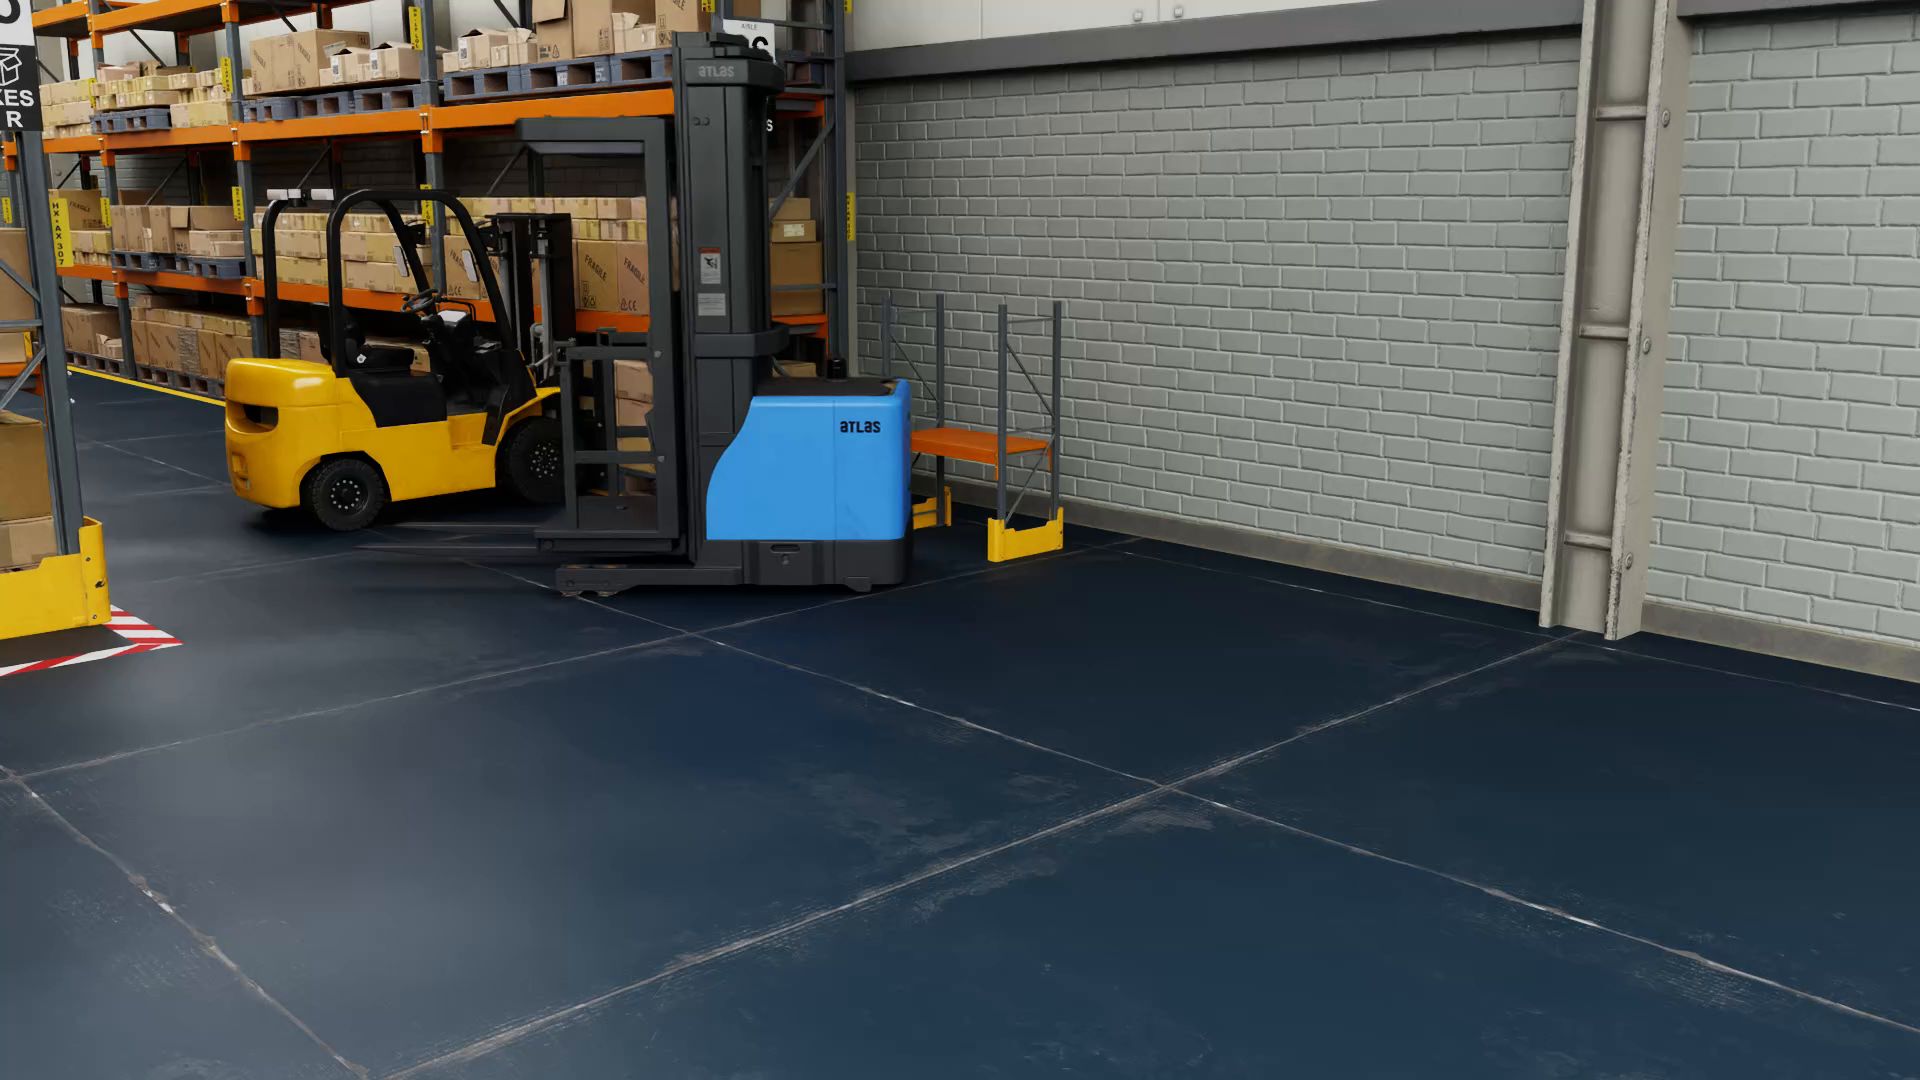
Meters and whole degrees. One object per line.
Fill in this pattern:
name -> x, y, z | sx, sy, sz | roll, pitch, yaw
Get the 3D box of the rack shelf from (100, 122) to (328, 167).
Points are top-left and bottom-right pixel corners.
rack shelf -> -8.077, -4.257, 17.991 | 1.077, 0.370, 4.000 | -11, 16, -43

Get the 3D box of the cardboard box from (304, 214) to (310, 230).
cardboard box -> -5.923, -2.986, 15.616 | 0.380, 0.149, 0.250 | -11, 16, -42

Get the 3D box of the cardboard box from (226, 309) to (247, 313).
cardboard box -> -8.071, -2.535, 18.828 | 0.380, 0.149, 0.250 | -11, 16, -42

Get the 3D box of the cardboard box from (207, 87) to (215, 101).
cardboard box -> -7.443, -4.540, 16.965 | 0.380, 0.149, 0.250 | -10, 16, -41

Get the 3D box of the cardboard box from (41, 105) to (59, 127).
cardboard box -> -11.028, -5.235, 20.586 | 0.500, 0.250, 0.500 | -11, 16, -43

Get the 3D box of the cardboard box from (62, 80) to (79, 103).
cardboard box -> -10.338, -5.331, 19.818 | 0.500, 0.250, 0.500 | -11, 16, -43

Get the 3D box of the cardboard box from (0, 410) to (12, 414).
cardboard box -> -5.497, -0.450, 9.079 | 0.500, 0.500, 0.500 | 11, 16, 43

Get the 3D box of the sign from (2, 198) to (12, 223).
sign -> -12.613, -4.364, 22.017 | 0.100, 0.325, 0.005 | -11, 16, -43

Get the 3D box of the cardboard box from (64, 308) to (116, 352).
cardboard box -> -11.012, -2.674, 21.110 | 0.500, 0.500, 0.500 | -11, 16, -42

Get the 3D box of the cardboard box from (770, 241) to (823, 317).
cardboard box -> -1.313, -1.841, 11.666 | 0.500, 0.500, 0.500 | -10, 15, -41

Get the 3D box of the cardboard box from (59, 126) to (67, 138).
cardboard box -> -10.775, -4.982, 20.347 | 0.380, 0.149, 0.250 | -11, 16, -42

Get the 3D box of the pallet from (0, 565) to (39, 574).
pallet -> -5.347, 0.242, 8.712 | 1.003, 0.211, 1.213 | -11, 16, -43

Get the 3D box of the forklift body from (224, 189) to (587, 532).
forklift body -> -3.801, -1.288, 11.332 | 2.313, 2.155, 1.214 | -11, 16, -43

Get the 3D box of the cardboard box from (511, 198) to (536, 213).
cardboard box -> -3.198, -2.542, 12.722 | 0.380, 0.149, 0.250 | -11, 16, -43

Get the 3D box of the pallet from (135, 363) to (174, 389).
pallet -> -8.870, -1.953, 19.368 | 1.003, 0.211, 1.213 | -11, 16, -43

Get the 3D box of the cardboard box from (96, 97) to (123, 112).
cardboard box -> -9.540, -4.934, 18.827 | 0.380, 0.149, 0.250 | -11, 16, -42

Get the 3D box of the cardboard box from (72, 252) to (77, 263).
cardboard box -> -10.914, -3.548, 20.823 | 0.380, 0.149, 0.250 | -11, 16, -43

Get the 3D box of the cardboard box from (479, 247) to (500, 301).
cardboard box -> -3.445, -2.139, 13.112 | 0.500, 0.500, 0.500 | -11, 16, -42

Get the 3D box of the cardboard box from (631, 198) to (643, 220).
cardboard box -> -2.083, -2.329, 11.690 | 0.380, 0.149, 0.250 | -11, 16, -42

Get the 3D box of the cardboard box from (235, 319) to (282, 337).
cardboard box -> -7.220, -2.184, 17.127 | 0.250, 0.149, 0.380 | 11, 16, 42

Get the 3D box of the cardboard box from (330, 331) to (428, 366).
cardboard box -> -5.353, -1.606, 15.616 | 0.625, 0.625, 0.875 | 11, 16, 43

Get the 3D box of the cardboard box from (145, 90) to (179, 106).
cardboard box -> -8.460, -4.713, 17.756 | 0.380, 0.149, 0.250 | -10, 16, -41

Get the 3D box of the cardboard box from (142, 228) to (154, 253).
cardboard box -> -8.777, -3.316, 18.365 | 0.396, 0.266, 0.258 | -10, 15, -40

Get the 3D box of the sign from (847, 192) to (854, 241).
sign -> -0.766, -2.220, 11.413 | 0.100, 0.325, 0.005 | -11, 16, -43

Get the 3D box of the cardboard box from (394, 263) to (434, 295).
cardboard box -> -4.471, -2.228, 14.166 | 0.500, 0.250, 0.500 | -10, 16, -41

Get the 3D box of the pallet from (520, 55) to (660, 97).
pallet -> -2.488, -3.392, 12.226 | 1.003, 0.211, 1.213 | -11, 16, -43

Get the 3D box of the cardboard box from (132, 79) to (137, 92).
cardboard box -> -8.774, -4.939, 18.114 | 0.380, 0.149, 0.250 | -11, 16, -42

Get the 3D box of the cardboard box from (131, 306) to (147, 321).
cardboard box -> -9.403, -2.642, 19.348 | 0.380, 0.149, 0.250 | -10, 15, -40

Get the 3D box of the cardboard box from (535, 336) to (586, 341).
cardboard box -> -3.454, -1.569, 13.887 | 0.500, 0.250, 0.500 | -10, 16, -41

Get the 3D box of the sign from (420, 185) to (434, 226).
sign -> -4.320, -2.716, 13.488 | 0.100, 0.325, 0.005 | -11, 16, -43

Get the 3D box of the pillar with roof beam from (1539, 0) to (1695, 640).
pillar with roof beam -> 0.029, -3.371, 4.472 | 9.100, 9.000, 0.400 | -11, 16, -43

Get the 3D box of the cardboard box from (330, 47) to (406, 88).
cardboard box -> -5.140, -4.129, 14.516 | 0.500, 0.311, 0.500 | 11, 16, 43

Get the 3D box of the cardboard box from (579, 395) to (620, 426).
cardboard box -> -2.444, -0.959, 12.169 | 0.500, 0.250, 0.500 | -11, 16, -44

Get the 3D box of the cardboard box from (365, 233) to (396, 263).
cardboard box -> -4.818, -2.546, 14.470 | 0.500, 0.250, 0.500 | 11, 16, 44

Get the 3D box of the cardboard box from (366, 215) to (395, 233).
cardboard box -> -4.930, -2.748, 14.463 | 0.250, 0.149, 0.380 | 11, 16, 43

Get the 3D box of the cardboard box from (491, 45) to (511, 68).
cardboard box -> -3.313, -3.646, 12.573 | 0.380, 0.149, 0.250 | -10, 15, -41

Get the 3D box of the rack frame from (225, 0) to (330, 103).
rack frame -> -6.696, -5.787, 16.199 | 1.000, 3.000, 0.127 | -11, 16, -43

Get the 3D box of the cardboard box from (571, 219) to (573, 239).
cardboard box -> -2.851, -2.320, 12.382 | 0.380, 0.149, 0.250 | -11, 16, -44

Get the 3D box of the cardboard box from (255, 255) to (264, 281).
cardboard box -> -6.567, -2.676, 16.340 | 0.500, 0.250, 0.500 | -11, 16, -42

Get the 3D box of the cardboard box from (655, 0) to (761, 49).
cardboard box -> -1.654, -3.484, 10.921 | 0.500, 0.500, 0.500 | -10, 15, -41

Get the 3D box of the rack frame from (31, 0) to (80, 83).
rack frame -> -12.221, -6.954, 21.866 | 1.000, 3.000, 0.127 | -11, 16, -43

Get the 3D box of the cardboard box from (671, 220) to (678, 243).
cardboard box -> -1.812, -2.092, 11.279 | 0.380, 0.149, 0.250 | -11, 16, -42

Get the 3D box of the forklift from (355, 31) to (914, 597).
forklift -> -1.797, -1.238, 9.156 | 3.031, 2.935, 1.130 | 0, 12, 1

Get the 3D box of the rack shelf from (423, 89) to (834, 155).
rack shelf -> -2.553, -3.090, 12.324 | 1.077, 0.370, 4.000 | -11, 16, -43

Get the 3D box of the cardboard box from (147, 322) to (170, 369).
cardboard box -> -8.912, -2.235, 18.982 | 0.500, 0.500, 0.500 | -11, 16, -43

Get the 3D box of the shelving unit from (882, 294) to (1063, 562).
shelving unit -> 0.053, -0.723, 10.206 | 0.587, 1.500, 1.083 | -11, 16, -43

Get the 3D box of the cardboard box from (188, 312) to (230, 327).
cardboard box -> -8.249, -2.425, 18.294 | 0.380, 0.149, 0.250 | -11, 16, -42

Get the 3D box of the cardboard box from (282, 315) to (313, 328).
cardboard box -> -6.995, -2.310, 17.735 | 0.380, 0.149, 0.250 | -10, 15, -41

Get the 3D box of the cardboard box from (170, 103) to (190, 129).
cardboard box -> -7.920, -4.432, 17.426 | 0.500, 0.250, 0.500 | -11, 16, -43

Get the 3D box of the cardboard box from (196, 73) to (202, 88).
cardboard box -> -7.618, -4.722, 17.110 | 0.380, 0.149, 0.250 | -11, 16, -43
